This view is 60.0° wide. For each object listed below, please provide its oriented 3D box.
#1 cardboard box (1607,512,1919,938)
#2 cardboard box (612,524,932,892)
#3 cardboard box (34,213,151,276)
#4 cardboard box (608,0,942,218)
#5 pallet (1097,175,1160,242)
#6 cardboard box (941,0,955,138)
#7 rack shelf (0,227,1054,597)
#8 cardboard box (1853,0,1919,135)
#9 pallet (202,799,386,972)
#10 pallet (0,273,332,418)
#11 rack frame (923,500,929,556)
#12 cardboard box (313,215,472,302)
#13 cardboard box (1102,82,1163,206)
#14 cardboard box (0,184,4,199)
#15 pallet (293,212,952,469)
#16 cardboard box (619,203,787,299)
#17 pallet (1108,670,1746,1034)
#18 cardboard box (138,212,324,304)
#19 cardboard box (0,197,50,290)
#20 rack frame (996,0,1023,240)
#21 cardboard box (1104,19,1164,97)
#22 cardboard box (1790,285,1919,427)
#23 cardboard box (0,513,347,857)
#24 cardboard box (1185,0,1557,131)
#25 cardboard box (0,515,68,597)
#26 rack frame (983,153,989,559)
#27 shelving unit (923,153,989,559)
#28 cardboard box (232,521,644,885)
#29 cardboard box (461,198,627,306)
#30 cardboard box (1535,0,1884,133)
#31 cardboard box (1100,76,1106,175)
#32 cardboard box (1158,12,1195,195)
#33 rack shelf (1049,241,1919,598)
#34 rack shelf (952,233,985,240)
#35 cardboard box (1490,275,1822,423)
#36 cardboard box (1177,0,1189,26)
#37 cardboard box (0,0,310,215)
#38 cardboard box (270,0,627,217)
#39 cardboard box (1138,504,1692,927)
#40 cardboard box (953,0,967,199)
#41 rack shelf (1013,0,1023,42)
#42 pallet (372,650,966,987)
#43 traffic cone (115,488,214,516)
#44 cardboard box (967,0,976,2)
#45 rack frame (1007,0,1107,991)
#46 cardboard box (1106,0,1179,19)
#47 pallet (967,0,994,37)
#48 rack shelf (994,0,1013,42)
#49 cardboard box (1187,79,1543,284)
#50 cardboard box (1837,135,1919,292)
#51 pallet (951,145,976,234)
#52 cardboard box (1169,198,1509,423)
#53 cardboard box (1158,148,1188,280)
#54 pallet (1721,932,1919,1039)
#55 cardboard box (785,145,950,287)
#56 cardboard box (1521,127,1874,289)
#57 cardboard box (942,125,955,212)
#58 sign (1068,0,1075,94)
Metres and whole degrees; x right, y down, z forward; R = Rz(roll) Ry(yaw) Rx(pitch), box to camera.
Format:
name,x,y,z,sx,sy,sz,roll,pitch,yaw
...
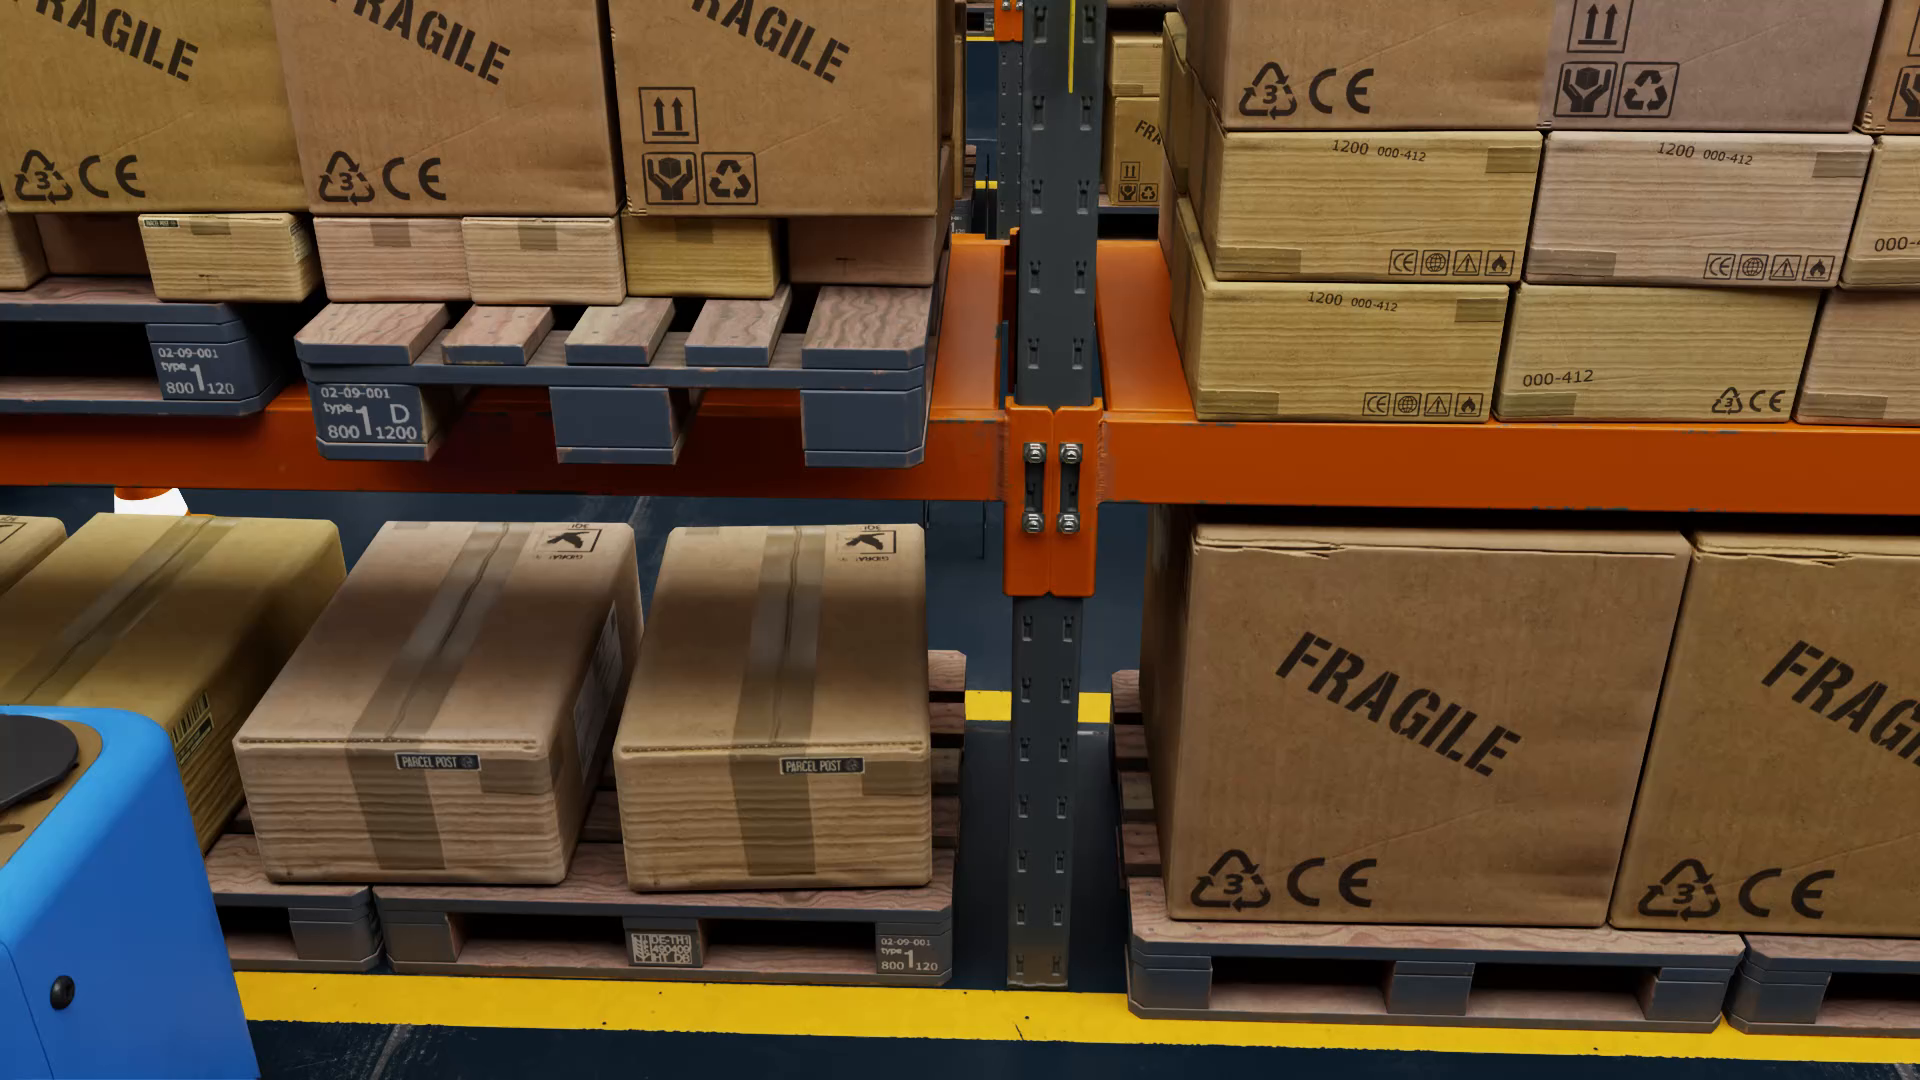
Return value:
name,x,y,z,sx,sy,sz,roll,pitch,yaw
cardboard box,1.758,0.202,3.487,0.875,0.875,0.875,1,28,2
cardboard box,-0.385,0.343,3.757,0.625,0.372,0.950,-1,28,-2
cardboard box,-1.454,-0.611,3.020,0.250,0.149,0.380,1,28,2
cardboard box,-0.285,-0.857,2.791,0.500,0.500,0.500,0,28,0
pallet,1.034,-1.691,8.215,1.213,0.211,1.003,1,28,2
cardboard box,-0.263,-1.095,3.241,0.500,0.500,0.500,0,28,0
rack shelf,-1.820,-0.334,3.445,4.000,0.370,1.077,1,28,2
cardboard box,1.676,-0.962,2.688,0.500,0.500,0.500,2,28,3
pallet,-1.818,0.579,3.933,1.213,0.211,1.003,1,28,2
pallet,-1.801,-0.547,3.284,1.213,0.211,1.003,1,28,2
rack frame,-0.106,-0.532,4.972,0.006,1.200,0.240,1,28,2
cardboard box,-0.932,-0.550,2.904,0.250,0.149,0.380,0,28,-1
cardboard box,0.951,-1.887,7.828,0.500,0.500,0.500,0,28,0
cardboard box,-1.852,-0.878,2.830,0.500,0.500,0.500,0,28,0
pallet,-0.537,-0.496,3.187,1.003,0.211,1.213,1,28,2
cardboard box,-0.427,-0.559,2.921,0.250,0.149,0.380,1,28,3
pallet,0.964,0.662,3.776,1.213,0.211,1.003,1,28,2
cardboard box,-1.208,-0.548,2.901,0.250,0.149,0.380,1,28,3
cardboard box,-1.708,-0.577,2.955,0.250,0.149,0.380,0,28,0
rack frame,0.253,-2.937,7.588,0.127,3.000,1.000,1,28,2
cardboard box,0.933,-2.225,7.664,0.500,0.250,0.500,0,28,-1
cardboard box,1.697,-0.415,2.990,0.500,0.250,0.500,2,28,3
cardboard box,-1.881,0.319,3.802,0.625,0.372,0.950,2,28,3
cardboard box,0.663,-0.982,2.725,0.500,0.500,0.500,0,28,0
cardboard box,-2.576,0.309,3.822,0.625,0.372,0.950,3,28,5
rack frame,0.077,-0.529,4.967,0.006,1.200,0.240,1,28,2
shelving unit,-0.014,-0.530,4.969,0.189,1.200,0.258,1,28,2
cardboard box,-1.123,0.335,3.773,0.625,0.372,0.950,0,28,1
cardboard box,-0.681,-0.542,2.890,0.250,0.149,0.380,1,28,1
cardboard box,1.159,-0.978,2.718,0.500,0.500,0.500,1,28,2
cardboard box,0.920,-2.130,8.285,0.500,0.500,0.500,1,28,2
cardboard box,0.672,-0.884,3.341,0.500,0.250,0.500,1,28,2
rack shelf,2.178,-0.267,3.320,4.000,0.370,1.077,1,28,2
rack shelf,-0.014,-0.809,4.822,0.180,0.103,0.258,1,28,2
cardboard box,1.173,-0.426,3.011,0.500,0.250,0.500,0,28,0
cardboard box,0.705,-1.218,3.171,0.500,0.500,0.500,0,28,0
cardboard box,-1.307,-0.868,2.812,0.500,0.500,0.500,-1,28,-2
cardboard box,-0.802,-0.860,2.798,0.500,0.500,0.500,1,28,1
cardboard box,0.866,0.185,3.518,0.875,0.875,0.875,1,28,1
cardboard box,-0.353,-2.181,8.115,0.750,0.750,1.050,1,28,1
rack shelf,2.251,-2.586,7.694,4.000,0.370,1.077,1,28,2
pallet,-0.602,0.600,3.893,1.213,0.211,1.003,1,28,2
traffic cone,-2.530,-0.198,5.130,0.334,0.463,0.336,1,28,2
cardboard box,-0.142,-4.349,12.450,0.500,0.500,0.700,0,28,-1
rack frame,0.179,-0.618,3.214,0.127,3.000,1.000,1,28,2
cardboard box,0.945,-2.461,8.109,0.500,0.250,0.500,0,28,1
pallet,-0.252,-4.039,12.643,1.213,0.211,1.003,1,28,2
rack shelf,-1.746,-2.652,7.819,4.000,0.370,1.077,1,28,2
cardboard box,0.677,-0.649,2.898,0.500,0.250,0.500,1,28,1
cardboard box,1.691,-0.626,2.854,0.500,0.250,0.500,1,28,2
pallet,-0.533,-1.753,8.332,1.213,0.211,1.003,1,28,2
cardboard box,0.659,-0.426,3.012,0.500,0.250,0.500,0,28,1
cardboard box,0.694,-0.665,3.462,0.500,0.250,0.500,0,28,0
pallet,2.180,0.683,3.735,1.213,0.211,1.003,1,28,2
cardboard box,-0.157,-0.588,2.977,0.250,0.149,0.380,2,28,4
cardboard box,1.193,-0.640,2.881,0.500,0.250,0.500,2,28,3
cardboard box,-0.139,-0.785,3.349,0.250,0.149,0.380,-1,28,-1
sign,0.169,-0.841,2.482,0.005,0.325,0.100,1,28,2
